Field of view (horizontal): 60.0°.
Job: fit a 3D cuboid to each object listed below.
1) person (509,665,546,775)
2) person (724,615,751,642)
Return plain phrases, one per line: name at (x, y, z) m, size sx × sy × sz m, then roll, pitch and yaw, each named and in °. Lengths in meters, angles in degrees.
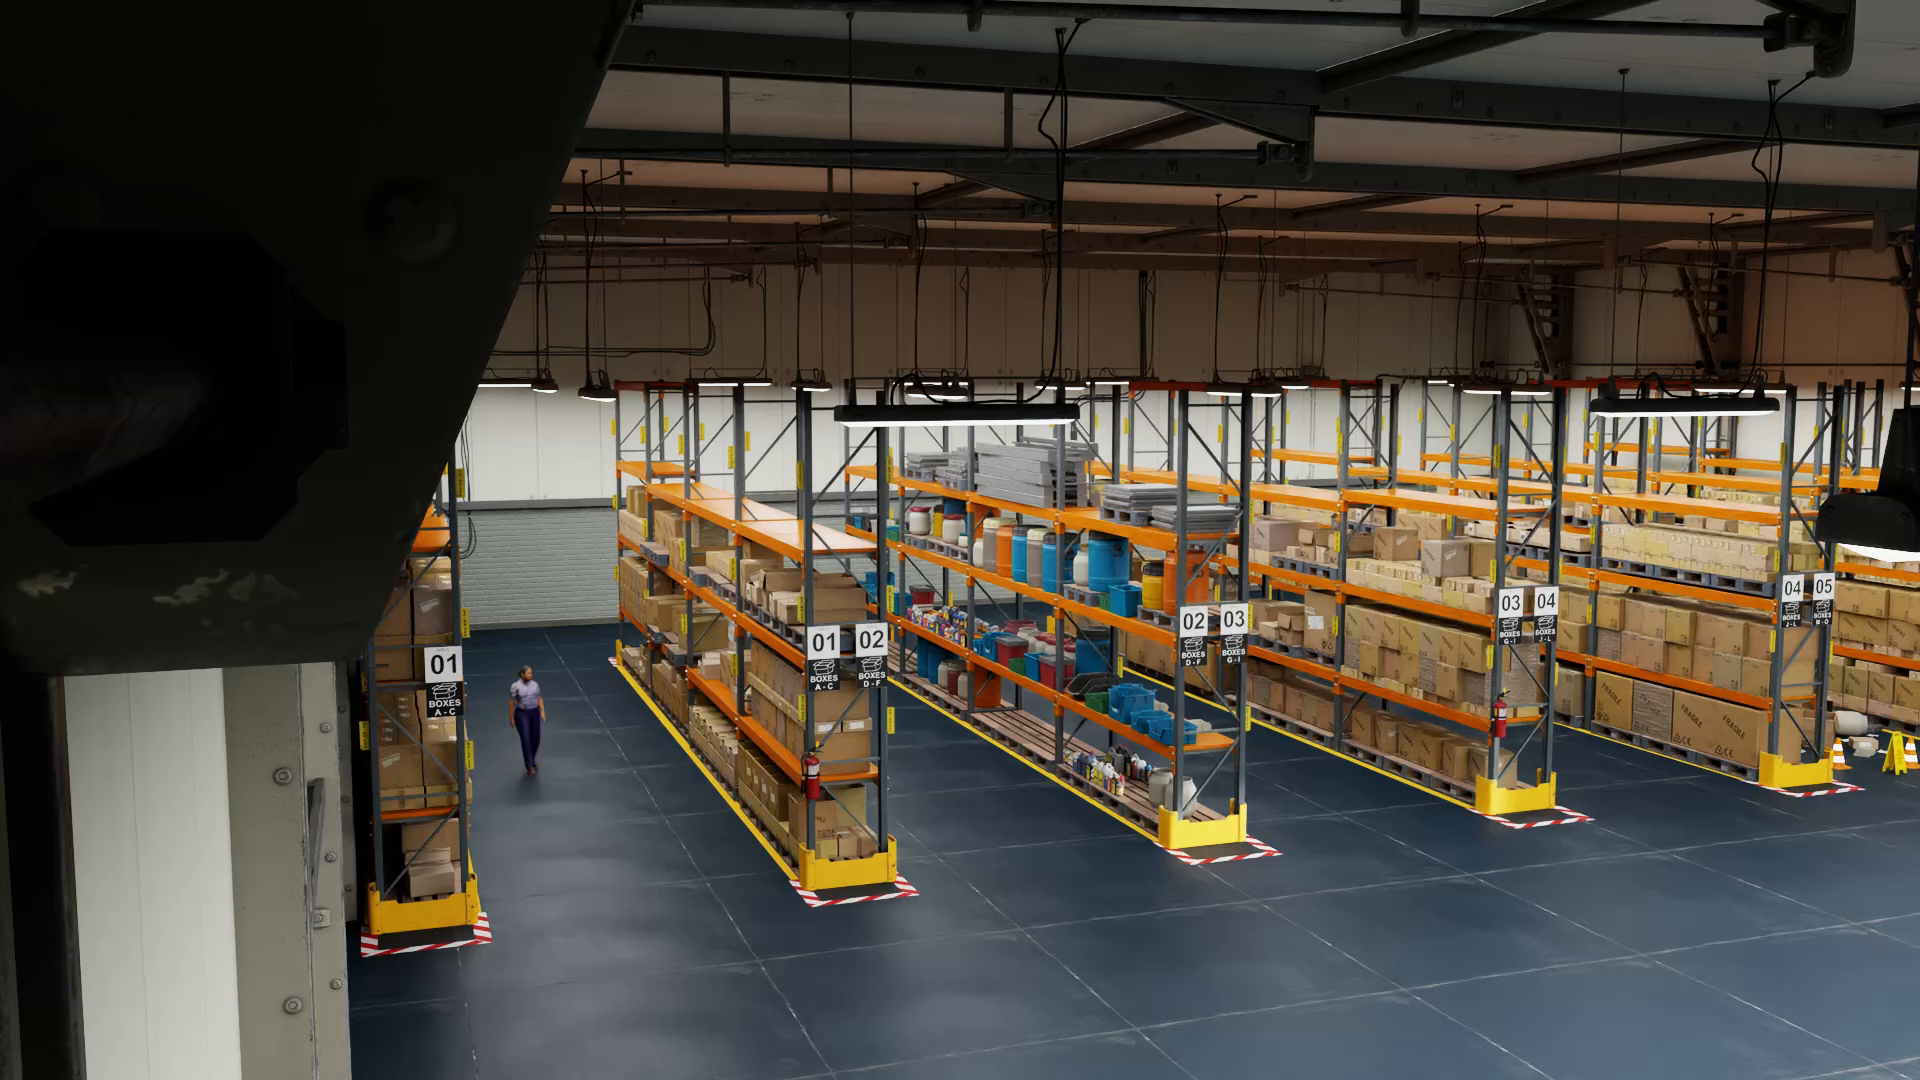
person at (-6.702, 2.804, 25.996) m, size 0.509 × 1.626 × 0.746 m, roll -6°, pitch 8°, yaw -43°
person at (-4.589, 1.861, 33.842) m, size 0.657 × 1.721 × 1.046 m, roll -2°, pitch 6°, yaw -19°
